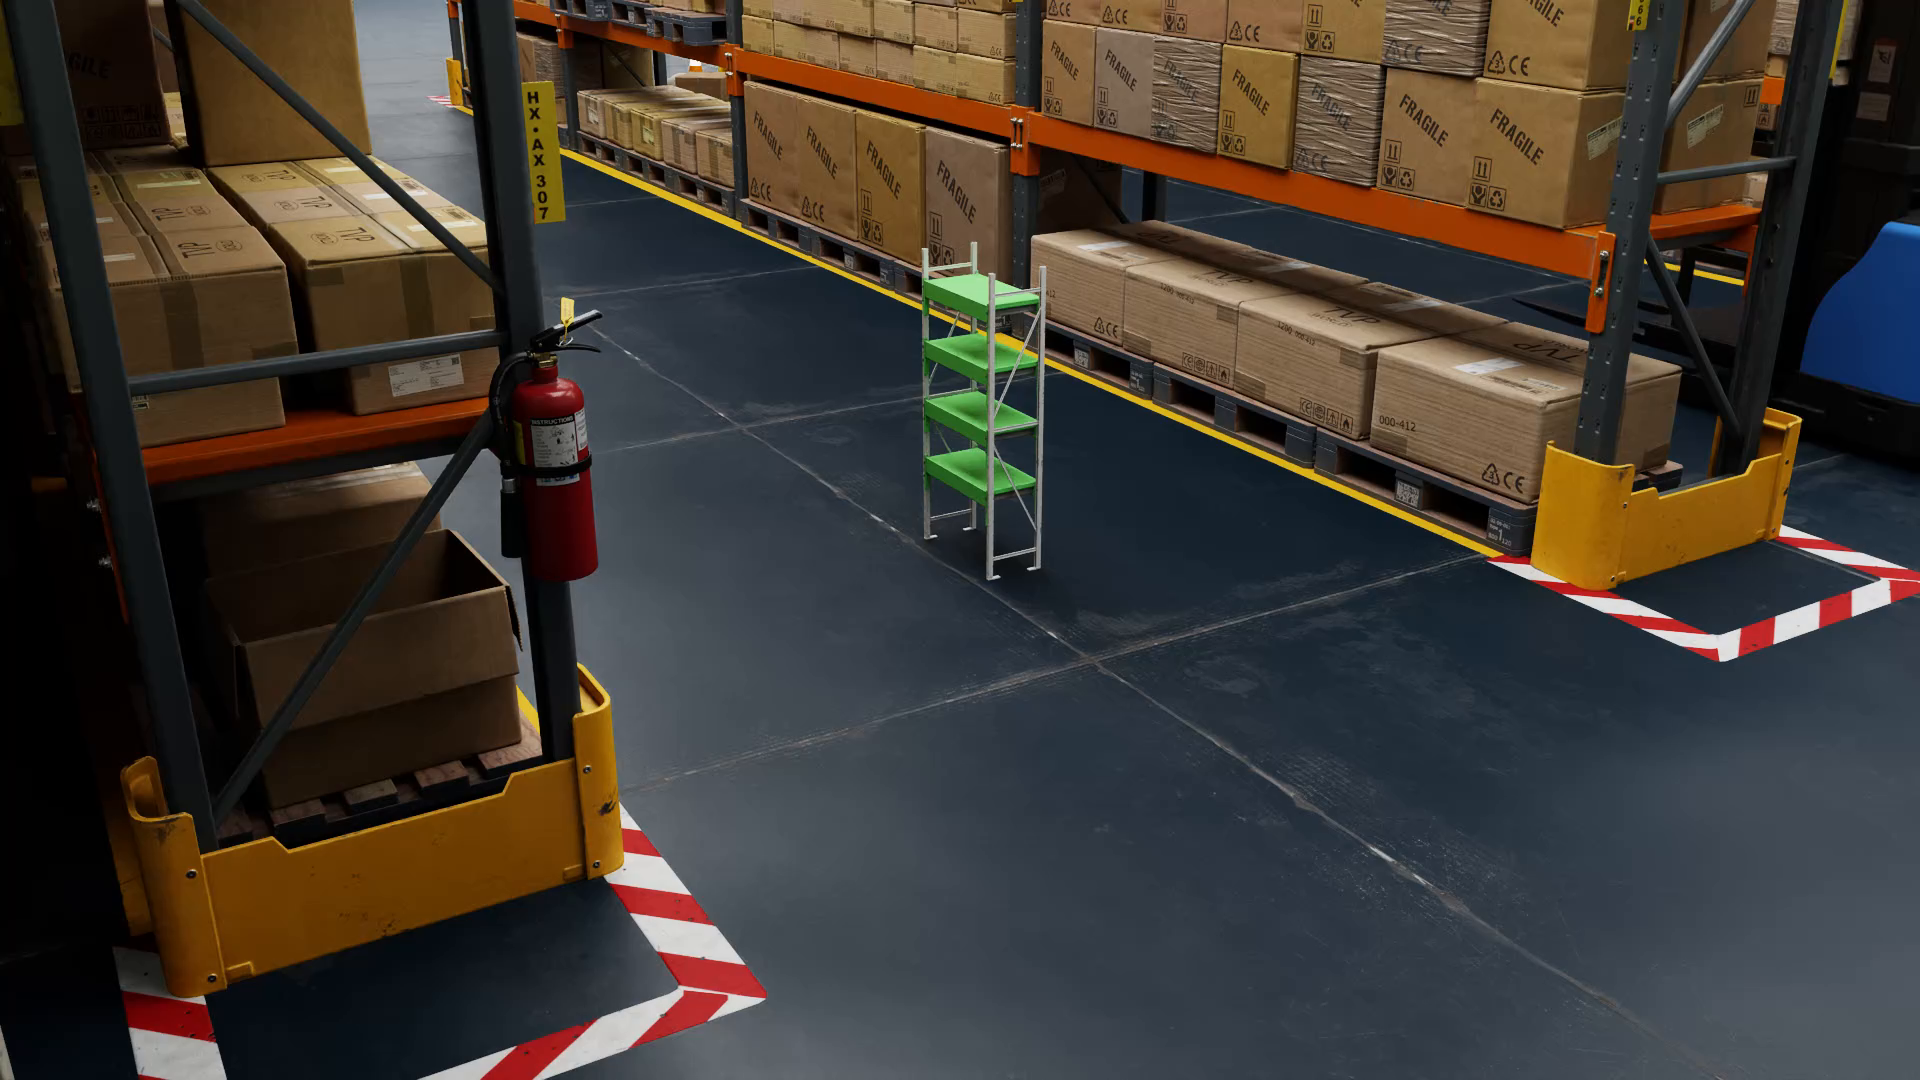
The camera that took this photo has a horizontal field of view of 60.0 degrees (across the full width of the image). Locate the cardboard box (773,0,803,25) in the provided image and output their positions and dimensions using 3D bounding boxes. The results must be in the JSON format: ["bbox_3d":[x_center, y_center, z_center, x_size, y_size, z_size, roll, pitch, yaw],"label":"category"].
[{"bbox_3d":[-0.970,-3.734,11.549,0.500,0.250,0.500,-12,25,-27],"label":"cardboard box"}]

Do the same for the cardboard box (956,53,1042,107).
[{"bbox_3d":[0.317,-2.683,9.628,0.500,0.250,0.500,-13,26,-29],"label":"cardboard box"}]

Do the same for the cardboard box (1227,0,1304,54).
[{"bbox_3d":[1.558,-2.468,7.440,0.500,0.500,0.500,-13,25,-29],"label":"cardboard box"}]

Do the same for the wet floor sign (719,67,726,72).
[{"bbox_3d":[-2.880,-6.063,20.872,0.267,0.644,0.232,-18,28,-37],"label":"wet floor sign"}]

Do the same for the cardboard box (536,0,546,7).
[{"bbox_3d":[-3.883,-5.254,16.088,0.380,0.149,0.250,-12,25,-27],"label":"cardboard box"}]

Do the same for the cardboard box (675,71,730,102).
[{"bbox_3d":[-2.701,-4.697,17.701,0.500,0.500,0.500,4,22,9],"label":"cardboard box"}]

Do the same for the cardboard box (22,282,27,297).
[{"bbox_3d":[-4.208,-1.262,7.833,0.380,0.149,0.250,-12,25,-28],"label":"cardboard box"}]

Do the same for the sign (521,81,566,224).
[{"bbox_3d":[-0.992,-0.911,3.919,0.100,0.325,0.005,-13,25,-28],"label":"sign"}]

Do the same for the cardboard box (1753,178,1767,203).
[{"bbox_3d":[5.439,-2.288,10.895,0.380,0.149,0.250,-12,25,-27],"label":"cardboard box"}]

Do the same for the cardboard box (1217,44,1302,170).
[{"bbox_3d":[1.543,-2.007,7.634,0.500,0.500,0.500,-12,25,-27],"label":"cardboard box"}]

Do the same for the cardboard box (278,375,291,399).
[{"bbox_3d":[-1.935,-0.438,4.240,0.380,0.149,0.250,-12,25,-27],"label":"cardboard box"}]

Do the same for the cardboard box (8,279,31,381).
[{"bbox_3d":[-4.253,-1.001,8.053,0.500,0.500,0.500,-14,26,-30],"label":"cardboard box"}]

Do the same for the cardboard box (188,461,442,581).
[{"bbox_3d":[-2.093,0.058,5.448,0.700,0.500,0.500,-11,25,-26],"label":"cardboard box"}]

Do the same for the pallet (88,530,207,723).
[{"bbox_3d":[-2.525,0.210,6.015,1.003,0.211,1.213,-13,25,-28],"label":"pallet"}]

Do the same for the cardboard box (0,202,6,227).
[{"bbox_3d":[-5.004,-1.766,9.073,0.380,0.149,0.250,-13,26,-29],"label":"cardboard box"}]

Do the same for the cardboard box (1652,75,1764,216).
[{"bbox_3d":[2.808,-1.618,6.676,0.500,0.500,0.500,-13,25,-29],"label":"cardboard box"}]

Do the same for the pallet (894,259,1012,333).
[{"bbox_3d":[0.304,-1.599,10.466,1.003,0.211,1.213,-13,25,-28],"label":"pallet"}]

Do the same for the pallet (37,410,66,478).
[{"bbox_3d":[-3.950,-0.664,8.165,1.003,0.211,1.213,-13,25,-28],"label":"pallet"}]

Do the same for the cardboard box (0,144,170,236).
[{"bbox_3d":[-2.957,-1.228,5.652,0.500,0.250,0.500,-12,25,-27],"label":"cardboard box"}]

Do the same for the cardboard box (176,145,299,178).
[{"bbox_3d":[-2.258,-1.160,5.487,0.500,0.250,0.500,-13,26,-30],"label":"cardboard box"}]

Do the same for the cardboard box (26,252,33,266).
[{"bbox_3d":[-2.690,-0.833,5.211,0.380,0.149,0.250,-13,25,-28],"label":"cardboard box"}]

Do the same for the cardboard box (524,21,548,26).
[{"bbox_3d":[-4.464,-5.431,18.288,0.500,0.500,0.500,-12,25,-26],"label":"cardboard box"}]

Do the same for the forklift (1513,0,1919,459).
[{"bbox_3d":[4.247,-2.121,8.137,1.130,2.935,3.031,-12,25,-27],"label":"forklift"}]

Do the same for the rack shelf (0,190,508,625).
[{"bbox_3d":[-2.480,-0.719,5.553,1.077,0.370,4.000,-13,25,-28],"label":"rack shelf"}]

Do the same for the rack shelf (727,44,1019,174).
[{"bbox_3d":[-0.258,-2.970,11.091,1.077,0.370,4.000,-13,25,-28],"label":"rack shelf"}]

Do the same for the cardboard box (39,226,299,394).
[{"bbox_3d":[-1.922,-0.571,4.038,0.500,0.250,0.500,-12,25,-27],"label":"cardboard box"}]

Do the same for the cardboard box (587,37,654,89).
[{"bbox_3d":[-3.392,-4.757,16.629,0.500,0.500,0.500,-11,25,-26],"label":"cardboard box"}]

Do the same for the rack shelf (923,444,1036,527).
[{"bbox_3d":[0.085,-0.221,6.568,0.258,0.148,0.480,-13,25,-28],"label":"rack shelf"}]

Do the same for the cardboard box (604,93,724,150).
[{"bbox_3d":[-2.683,-3.821,15.162,0.950,0.372,0.625,-11,25,-25],"label":"cardboard box"}]

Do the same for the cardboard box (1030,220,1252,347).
[{"bbox_3d":[0.992,-1.440,9.215,0.875,0.438,0.875,-13,25,-29],"label":"cardboard box"}]

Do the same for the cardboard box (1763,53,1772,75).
[{"bbox_3d":[5.342,-3.135,10.875,0.380,0.149,0.250,-14,26,-31],"label":"cardboard box"}]

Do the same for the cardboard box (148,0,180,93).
[{"bbox_3d":[-3.557,-2.141,7.404,0.700,0.500,0.500,-12,25,-27],"label":"cardboard box"}]

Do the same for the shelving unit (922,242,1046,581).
[{"bbox_3d":[0.085,-0.502,6.454,0.258,1.200,0.503,-13,25,-28],"label":"shelving unit"}]

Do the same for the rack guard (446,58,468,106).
[{"bbox_3d":[-5.328,-5.358,19.329,1.175,0.500,0.348,-13,25,-28],"label":"rack guard"}]

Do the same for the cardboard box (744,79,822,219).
[{"bbox_3d":[-0.998,-2.922,12.280,0.875,0.875,0.875,-13,25,-29],"label":"cardboard box"}]

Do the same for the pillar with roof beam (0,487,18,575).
[{"bbox_3d":[-0.220,-4.909,6.937,9.100,9.000,0.400,-13,25,-28],"label":"pillar with roof beam"}]

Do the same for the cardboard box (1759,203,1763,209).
[{"bbox_3d":[5.495,-2.155,10.964,0.380,0.149,0.250,-11,25,-26],"label":"cardboard box"}]

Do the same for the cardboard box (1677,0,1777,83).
[{"bbox_3d":[2.806,-2.081,6.487,0.500,0.500,0.500,-13,26,-29],"label":"cardboard box"}]

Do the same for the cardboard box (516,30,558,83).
[{"bbox_3d":[-4.379,-4.983,17.185,0.500,0.500,0.500,-11,25,-25],"label":"cardboard box"}]

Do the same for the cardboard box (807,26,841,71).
[{"bbox_3d":[-0.706,-3.341,11.246,0.500,0.250,0.500,-12,25,-27],"label":"cardboard box"}]

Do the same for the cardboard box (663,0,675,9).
[{"bbox_3d":[-2.138,-4.319,13.229,0.380,0.149,0.250,-14,26,-31],"label":"cardboard box"}]

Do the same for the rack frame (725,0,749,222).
[{"bbox_3d":[-1.280,-3.951,12.548,1.000,3.000,0.127,-13,25,-28],"label":"rack frame"}]

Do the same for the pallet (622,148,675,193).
[{"bbox_3d":[-2.297,-3.307,14.667,1.003,0.211,1.213,-13,25,-28],"label":"pallet"}]

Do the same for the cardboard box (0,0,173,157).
[{"bbox_3d":[-2.970,-1.583,5.530,0.500,0.500,0.500,-13,26,-30],"label":"cardboard box"}]

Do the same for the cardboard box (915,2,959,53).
[{"bbox_3d":[0.067,-3.074,9.927,0.500,0.250,0.500,-12,25,-27],"label":"cardboard box"}]

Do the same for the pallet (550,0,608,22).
[{"bbox_3d":[-3.058,-4.881,15.092,1.003,0.211,1.213,-13,25,-28],"label":"pallet"}]
